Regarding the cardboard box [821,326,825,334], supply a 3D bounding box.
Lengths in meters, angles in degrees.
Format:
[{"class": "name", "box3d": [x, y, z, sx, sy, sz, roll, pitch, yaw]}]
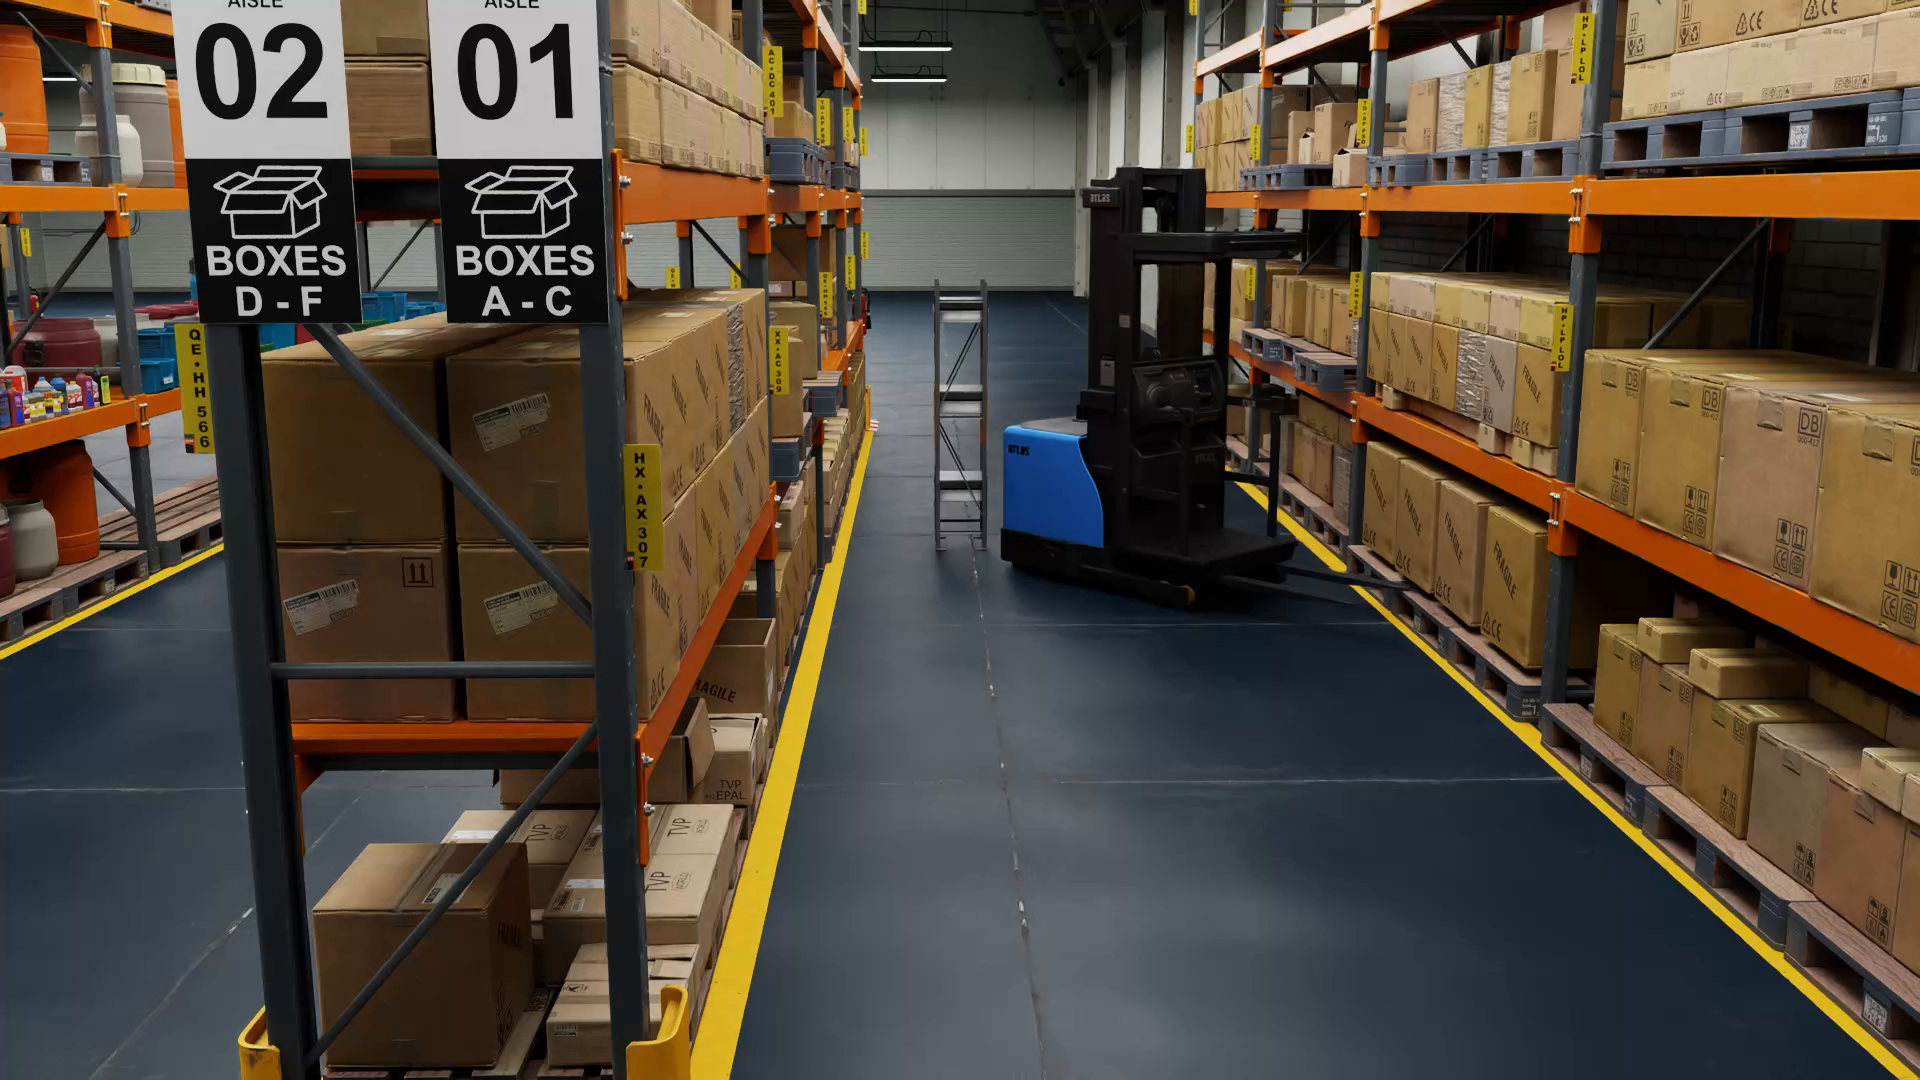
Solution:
[{"class": "cardboard box", "box3d": [-1.546, -1.869, 15.605, 0.500, 0.250, 0.500, 0, 11, 2]}]

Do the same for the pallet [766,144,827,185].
[{"class": "pallet", "box3d": [-1.403, -2.164, 9.610, 1.213, 0.211, 1.003, 0, 11, -1]}]

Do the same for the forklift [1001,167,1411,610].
[{"class": "forklift", "box3d": [1.683, -1.080, 11.509, 1.130, 2.935, 3.031, -11, 16, -42]}]

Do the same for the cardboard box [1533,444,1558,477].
[{"class": "cardboard box", "box3d": [3.228, -0.424, 8.685, 0.380, 0.149, 0.250, 0, 11, -1]}]

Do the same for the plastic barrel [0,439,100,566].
[{"class": "plastic barrel", "box3d": [-6.443, -0.271, 11.751, 0.600, 0.830, 0.708, 0, 11, -1]}]

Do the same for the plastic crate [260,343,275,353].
[{"class": "plastic crate", "box3d": [-6.234, -1.572, 14.295, 0.450, 0.188, 0.662, 0, 11, -1]}]

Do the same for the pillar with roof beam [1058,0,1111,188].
[{"class": "pillar with roof beam", "box3d": [-0.651, -10.414, 42.259, 9.100, 9.000, 0.548, 0, 11, -1]}]

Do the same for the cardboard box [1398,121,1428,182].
[{"class": "cardboard box", "box3d": [3.650, -2.939, 12.656, 0.500, 0.500, 0.500, 0, 11, -1]}]

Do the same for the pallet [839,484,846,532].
[{"class": "pallet", "box3d": [-1.518, -0.284, 14.429, 1.003, 0.211, 1.213, 0, 11, -1]}]

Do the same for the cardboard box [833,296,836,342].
[{"class": "cardboard box", "box3d": [-1.633, -2.282, 17.013, 0.700, 0.500, 0.500, 0, 11, -2]}]

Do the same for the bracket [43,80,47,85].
[{"class": "bracket", "box3d": [-27.667, -13.814, 49.965, 0.235, 0.232, 0.430, 0, 11, -1]}]

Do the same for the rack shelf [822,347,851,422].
[{"class": "rack shelf", "box3d": [-1.559, -1.290, 14.183, 1.077, 0.370, 4.000, 0, 11, -1]}]

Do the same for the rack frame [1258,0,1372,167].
[{"class": "rack frame", "box3d": [3.352, -5.001, 15.579, 1.000, 3.000, 0.127, 0, 11, -1]}]

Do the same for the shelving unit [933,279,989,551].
[{"class": "shelving unit", "box3d": [0.003, -0.996, 13.188, 0.431, 2.100, 0.503, 0, 11, -1]}]

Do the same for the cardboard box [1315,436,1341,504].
[{"class": "cardboard box", "box3d": [3.435, -0.601, 14.159, 0.700, 0.500, 0.500, 0, 11, -1]}]

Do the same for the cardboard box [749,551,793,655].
[{"class": "cardboard box", "box3d": [-1.223, 0.356, 9.439, 0.500, 0.500, 0.500, 0, 11, 0]}]

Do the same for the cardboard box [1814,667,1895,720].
[{"class": "cardboard box", "box3d": [3.656, 0.608, 6.616, 0.380, 0.149, 0.250, 0, 11, -2]}]

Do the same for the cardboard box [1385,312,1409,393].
[{"class": "cardboard box", "box3d": [3.191, -1.269, 11.220, 0.500, 0.500, 0.500, 0, 11, 1]}]

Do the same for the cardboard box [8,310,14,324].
[{"class": "cardboard box", "box3d": [-11.375, -2.617, 19.544, 0.380, 0.149, 0.250, 0, 11, -1]}]

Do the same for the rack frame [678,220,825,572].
[{"class": "rack frame", "box3d": [-1.517, -1.245, 12.152, 1.000, 3.000, 0.127, 0, 11, -1]}]

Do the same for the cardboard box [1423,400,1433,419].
[{"class": "cardboard box", "box3d": [3.270, -0.882, 10.945, 0.380, 0.149, 0.250, 0, 11, 0]}]

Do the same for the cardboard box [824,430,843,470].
[{"class": "cardboard box", "box3d": [-1.273, -0.792, 14.365, 0.500, 0.311, 0.500, 0, 11, -2]}]

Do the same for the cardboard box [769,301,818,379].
[{"class": "cardboard box", "box3d": [-1.392, -1.375, 11.486, 0.700, 0.500, 0.500, -4, 12, -20]}]

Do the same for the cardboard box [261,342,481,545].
[{"class": "cardboard box", "box3d": [-1.636, -0.281, 4.635, 0.500, 0.500, 0.500, 0, 11, -2]}]

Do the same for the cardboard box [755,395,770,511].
[{"class": "cardboard box", "box3d": [-1.168, -0.401, 7.738, 0.500, 0.500, 0.500, 0, 11, 0]}]

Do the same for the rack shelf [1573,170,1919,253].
[{"class": "rack shelf", "box3d": [3.559, -1.191, 6.151, 1.077, 0.370, 4.000, 0, 11, -1]}]

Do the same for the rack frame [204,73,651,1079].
[{"class": "rack frame", "box3d": [-1.352, 0.345, 4.314, 1.000, 3.000, 0.127, 0, 11, -1]}]

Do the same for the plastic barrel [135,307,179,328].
[{"class": "plastic barrel", "box3d": [-6.728, -1.664, 13.877, 0.433, 0.535, 0.433, 0, 11, 0]}]

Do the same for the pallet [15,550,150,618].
[{"class": "pallet", "box3d": [-6.412, 0.298, 11.561, 1.003, 0.211, 1.213, 0, 11, -1]}]

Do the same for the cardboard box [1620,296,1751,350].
[{"class": "cardboard box", "box3d": [3.769, -1.136, 8.677, 0.500, 0.250, 0.500, 0, 11, 1]}]

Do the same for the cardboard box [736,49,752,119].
[{"class": "cardboard box", "box3d": [-1.146, -1.897, 6.939, 0.500, 0.250, 0.500, 0, 11, -1]}]

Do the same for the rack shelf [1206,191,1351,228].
[{"class": "rack shelf", "box3d": [3.311, -3.576, 17.908, 1.077, 0.370, 4.000, 0, 11, -1]}]

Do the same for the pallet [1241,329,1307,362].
[{"class": "pallet", "box3d": [3.223, -1.815, 15.443, 1.003, 0.211, 1.213, 0, 11, -1]}]

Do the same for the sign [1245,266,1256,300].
[{"class": "sign", "box3d": [2.810, -2.482, 16.071, 0.100, 0.325, 0.005, 0, 11, -1]}]

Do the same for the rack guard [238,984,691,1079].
[{"class": "rack guard", "box3d": [-1.354, 1.555, 4.637, 1.175, 0.500, 0.348, 0, 11, -1]}]

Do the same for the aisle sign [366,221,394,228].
[{"class": "aisle sign", "box3d": [-6.929, -4.103, 19.700, 0.394, 0.787, 0.004, 0, 11, -1]}]

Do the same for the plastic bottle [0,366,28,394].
[{"class": "plastic bottle", "box3d": [-6.632, -1.078, 11.640, 0.152, 0.276, 0.135, 0, 11, -1]}]

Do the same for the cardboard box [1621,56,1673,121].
[{"class": "cardboard box", "box3d": [3.269, -1.984, 7.319, 0.500, 0.250, 0.500, 0, 11, -1]}]

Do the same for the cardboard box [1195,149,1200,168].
[{"class": "cardboard box", "box3d": [3.027, -4.318, 19.452, 0.500, 0.500, 0.500, 0, 11, 0]}]

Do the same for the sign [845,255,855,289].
[{"class": "sign", "box3d": [-1.058, -2.573, 15.985, 0.100, 0.325, 0.005, 0, 11, -1]}]

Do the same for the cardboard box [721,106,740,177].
[{"class": "cardboard box", "box3d": [-1.140, -1.552, 6.499, 0.500, 0.250, 0.500, 0, 11, -1]}]

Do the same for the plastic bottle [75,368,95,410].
[{"class": "plastic bottle", "box3d": [-6.030, -1.044, 11.453, 0.061, 0.283, 0.133, 0, 11, -1]}]

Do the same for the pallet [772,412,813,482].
[{"class": "pallet", "box3d": [-1.342, -0.515, 9.037, 1.003, 0.211, 1.213, 0, 11, -1]}]

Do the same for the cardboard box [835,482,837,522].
[{"class": "cardboard box", "box3d": [-1.246, -0.309, 13.395, 0.500, 0.250, 0.500, -1, 11, -3]}]

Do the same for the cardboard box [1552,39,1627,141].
[{"class": "cardboard box", "box3d": [3.609, -2.381, 8.849, 0.700, 0.500, 0.500, -1, 12, -4]}]

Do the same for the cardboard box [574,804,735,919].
[{"class": "cardboard box", "box3d": [-1.100, 1.169, 6.062, 0.500, 0.250, 0.500, 0, 11, -1]}]

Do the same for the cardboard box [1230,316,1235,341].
[{"class": "cardboard box", "box3d": [3.038, -2.190, 17.135, 0.500, 0.250, 0.500, 0, 11, -1]}]

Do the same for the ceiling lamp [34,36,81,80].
[{"class": "ceiling lamp", "box3d": [-23.136, -13.607, 43.317, 2.000, 3.185, 0.800, 0, 11, -1]}]

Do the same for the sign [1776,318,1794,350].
[{"class": "sign", "box3d": [4.073, -0.937, 8.256, 0.100, 0.325, 0.005, 0, 11, -1]}]

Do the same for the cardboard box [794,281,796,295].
[{"class": "cardboard box", "box3d": [-1.823, -2.510, 16.502, 0.380, 0.149, 0.250, 0, 11, -2]}]

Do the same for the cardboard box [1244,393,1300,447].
[{"class": "cardboard box", "box3d": [3.291, -1.258, 17.396, 0.500, 0.500, 0.500, -1, 12, -5]}]

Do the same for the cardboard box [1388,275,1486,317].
[{"class": "cardboard box", "box3d": [3.199, -1.640, 11.163, 0.500, 0.250, 0.500, 0, 11, -2]}]
